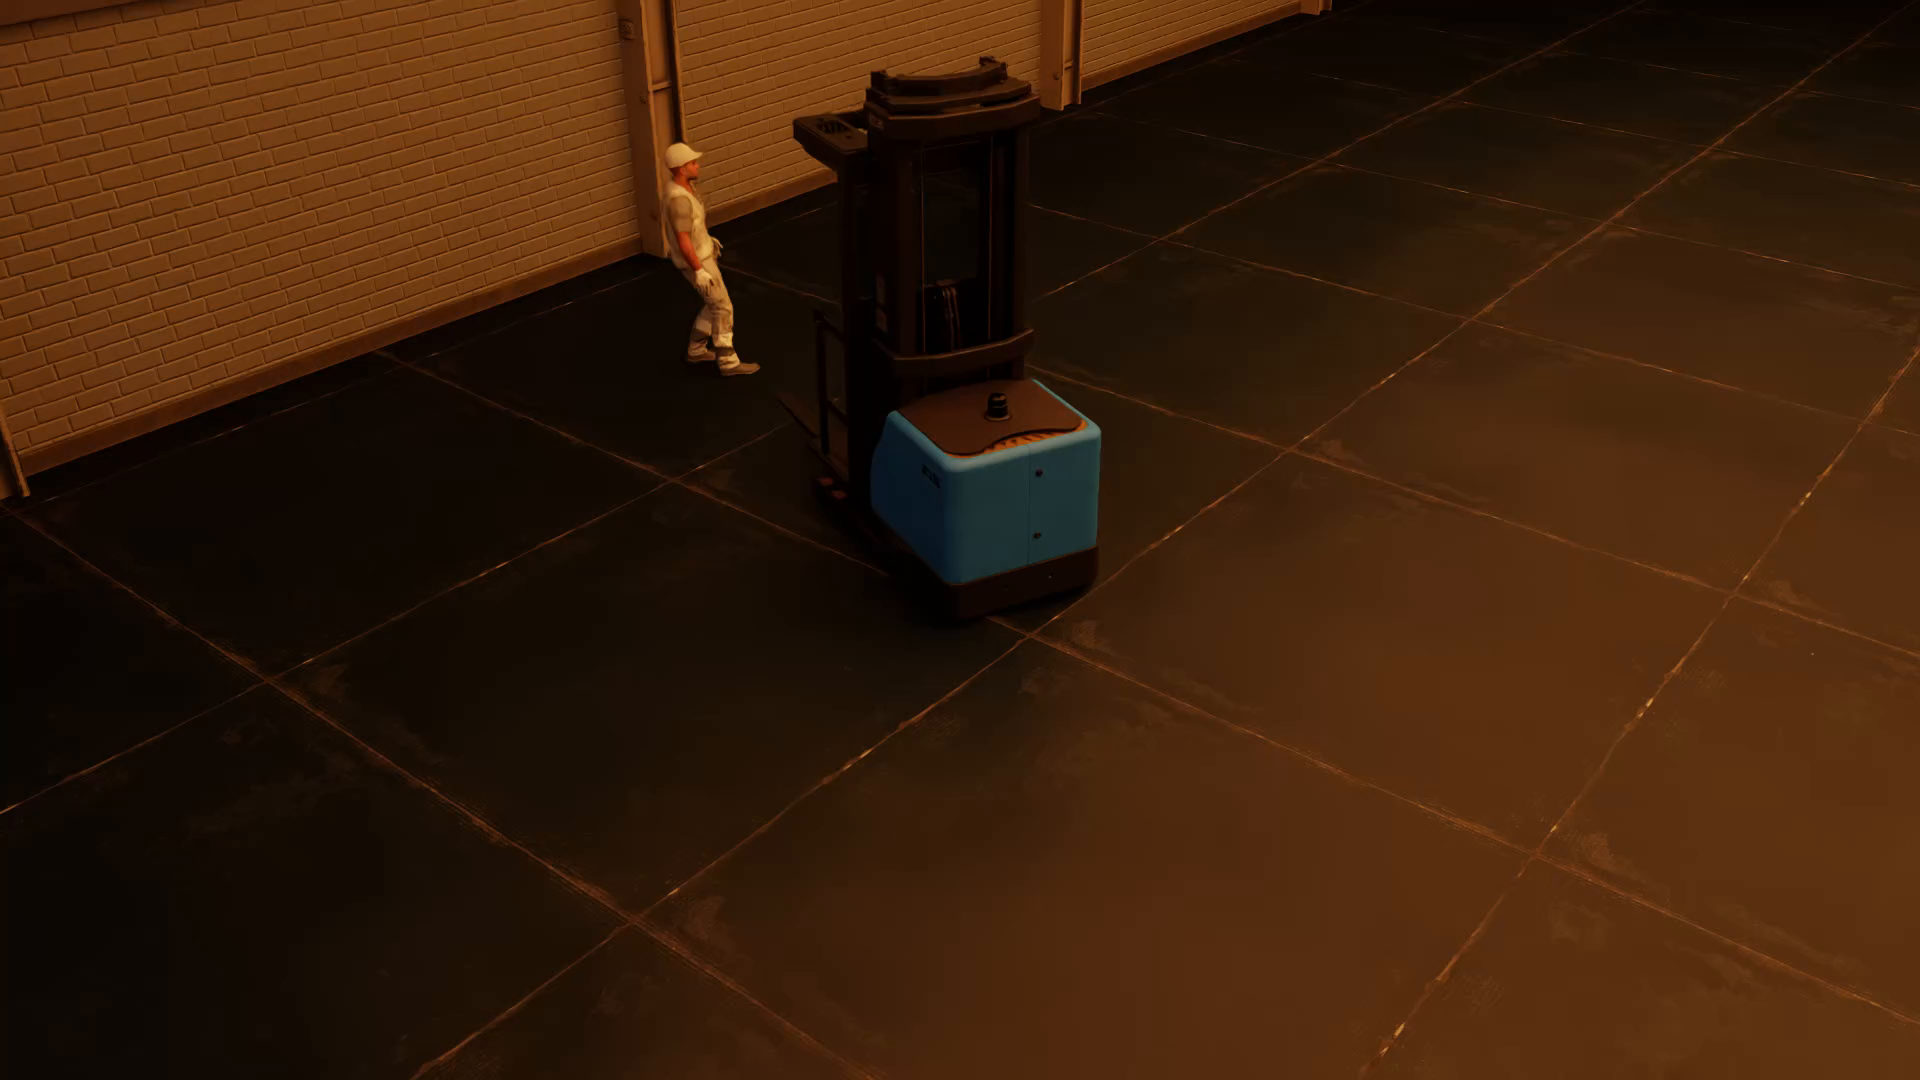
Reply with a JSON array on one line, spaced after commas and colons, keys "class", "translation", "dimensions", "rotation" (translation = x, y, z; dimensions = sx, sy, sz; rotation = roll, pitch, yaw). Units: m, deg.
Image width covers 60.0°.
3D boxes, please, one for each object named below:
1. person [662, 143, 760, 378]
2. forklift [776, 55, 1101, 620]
[{"class": "person", "translation": [-1.854, -2.086, 12.351], "dimensions": [0.634, 1.749, 0.738], "rotation": [-3, 30, -5]}, {"class": "forklift", "translation": [-0.310, -1.521, 10.198], "dimensions": [1.130, 2.935, 3.031], "rotation": [-15, 33, -24]}]
